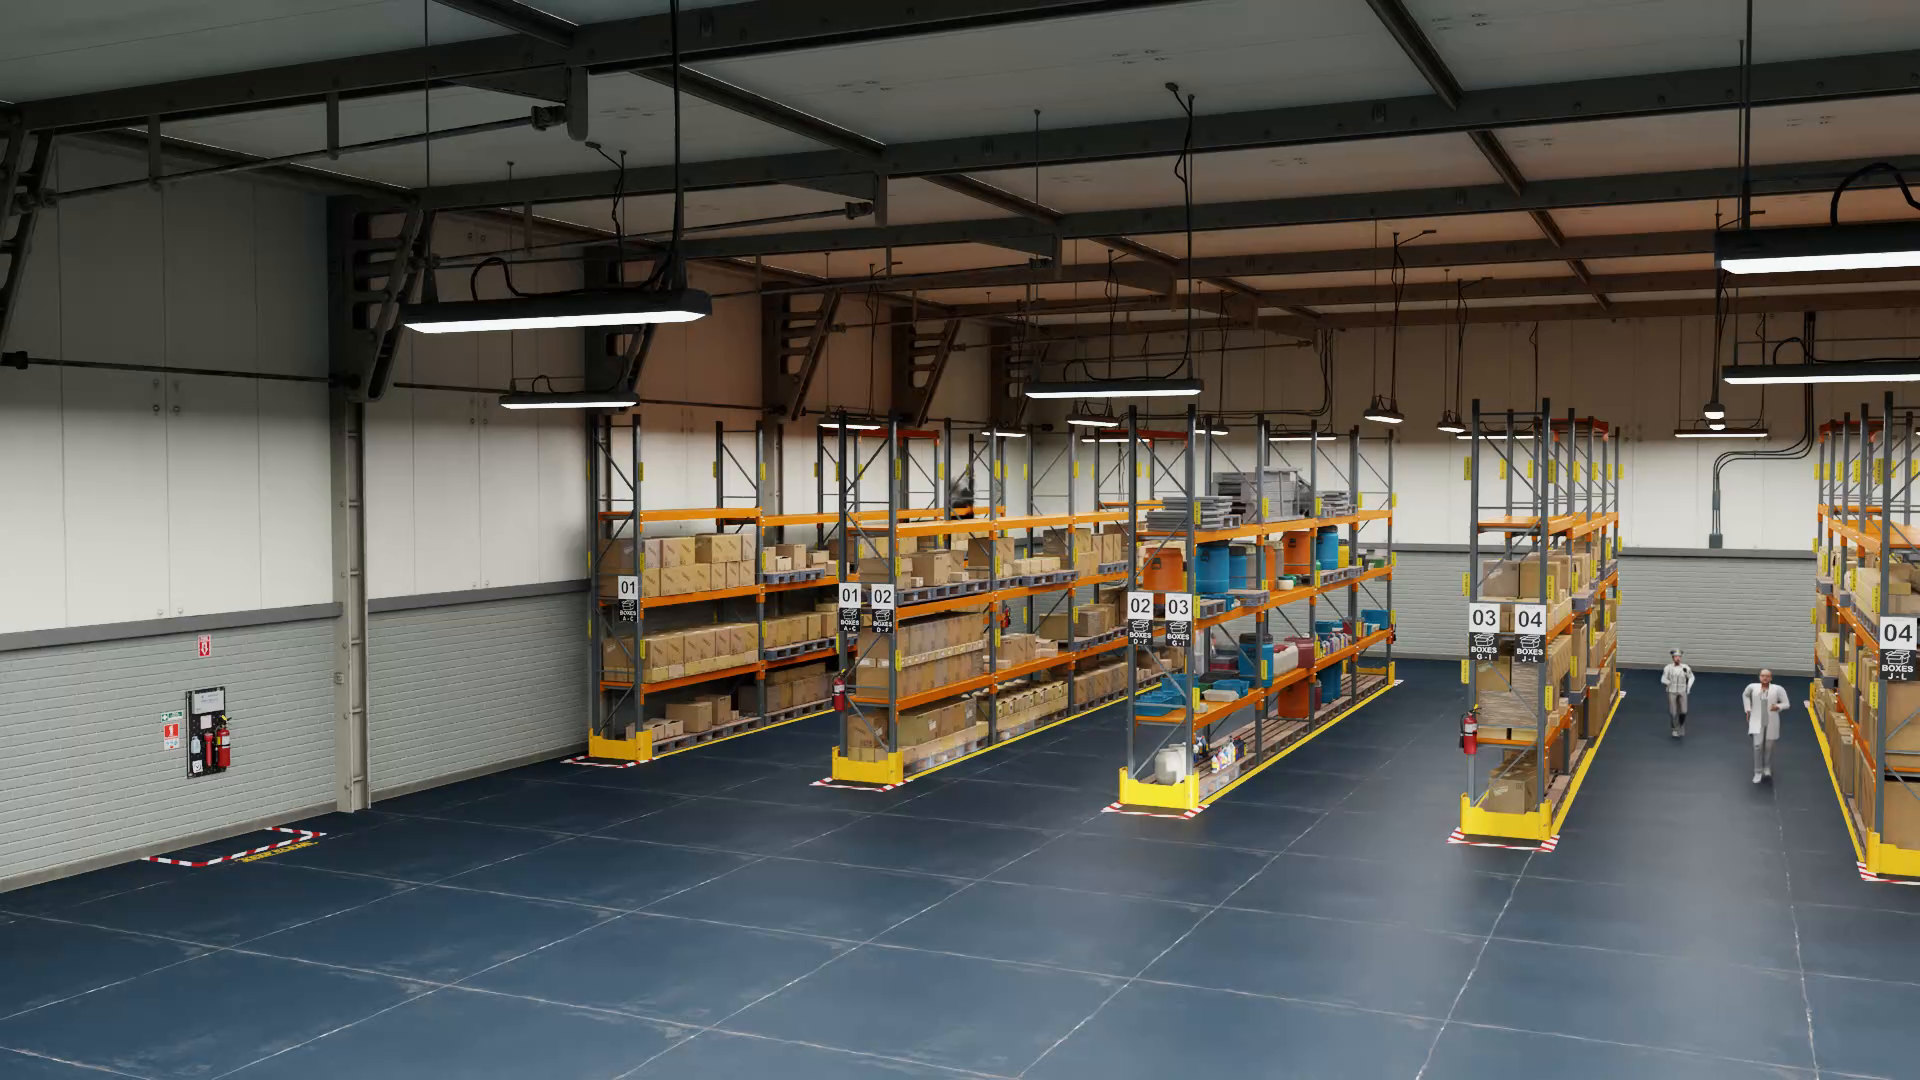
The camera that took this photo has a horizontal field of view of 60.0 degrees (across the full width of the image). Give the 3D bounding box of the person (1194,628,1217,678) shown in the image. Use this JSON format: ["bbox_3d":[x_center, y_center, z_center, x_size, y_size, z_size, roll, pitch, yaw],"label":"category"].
[{"bbox_3d":[5.295,2.576,36.624,0.647,1.790,0.990,1,2,14],"label":"person"}]

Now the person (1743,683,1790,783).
[{"bbox_3d":[13.081,3.110,27.002,0.689,1.635,0.839,1,3,25],"label":"person"}]

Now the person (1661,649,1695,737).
[{"bbox_3d":[13.476,2.875,31.199,0.591,1.655,0.598,1,2,20],"label":"person"}]
